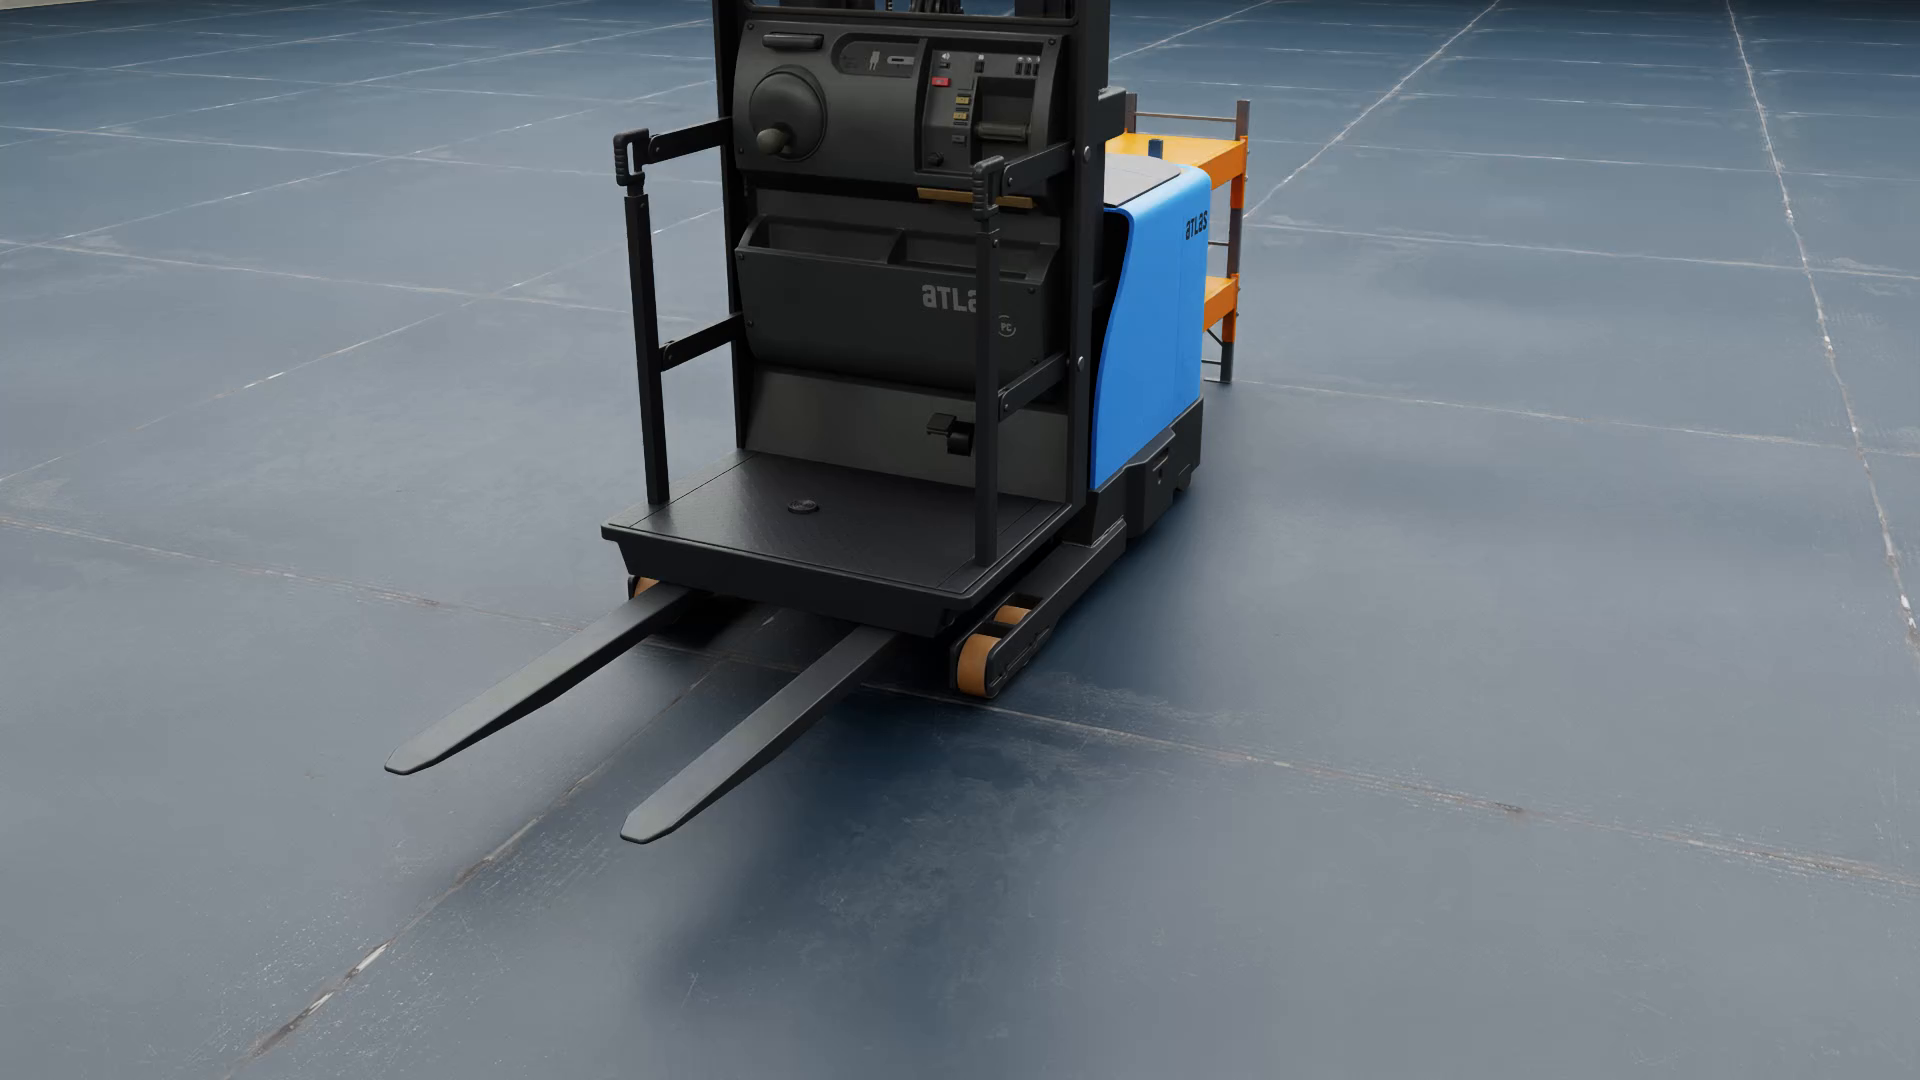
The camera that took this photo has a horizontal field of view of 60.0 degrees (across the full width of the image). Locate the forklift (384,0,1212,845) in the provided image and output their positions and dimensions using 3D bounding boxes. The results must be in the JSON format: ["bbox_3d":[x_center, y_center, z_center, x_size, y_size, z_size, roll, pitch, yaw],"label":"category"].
[{"bbox_3d":[-0.268,-1.136,4.167,1.130,2.935,3.031,10,25,23],"label":"forklift"}]

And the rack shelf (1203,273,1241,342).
[{"bbox_3d":[0.661,-0.798,6.335,0.538,0.278,1.000,10,25,23],"label":"rack shelf"}]

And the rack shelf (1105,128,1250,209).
[{"bbox_3d":[0.661,-1.293,6.128,0.538,0.278,1.000,10,25,23],"label":"rack shelf"}]

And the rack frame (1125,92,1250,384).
[{"bbox_3d":[0.879,-1.200,6.664,0.500,1.125,0.032,10,25,23],"label":"rack frame"}]

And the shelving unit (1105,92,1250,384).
[{"bbox_3d":[0.661,-1.023,6.240,0.538,1.125,1.048,10,25,23],"label":"shelving unit"}]

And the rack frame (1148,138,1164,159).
[{"bbox_3d":[0.443,-0.846,5.817,0.500,1.125,0.032,10,25,23],"label":"rack frame"}]
